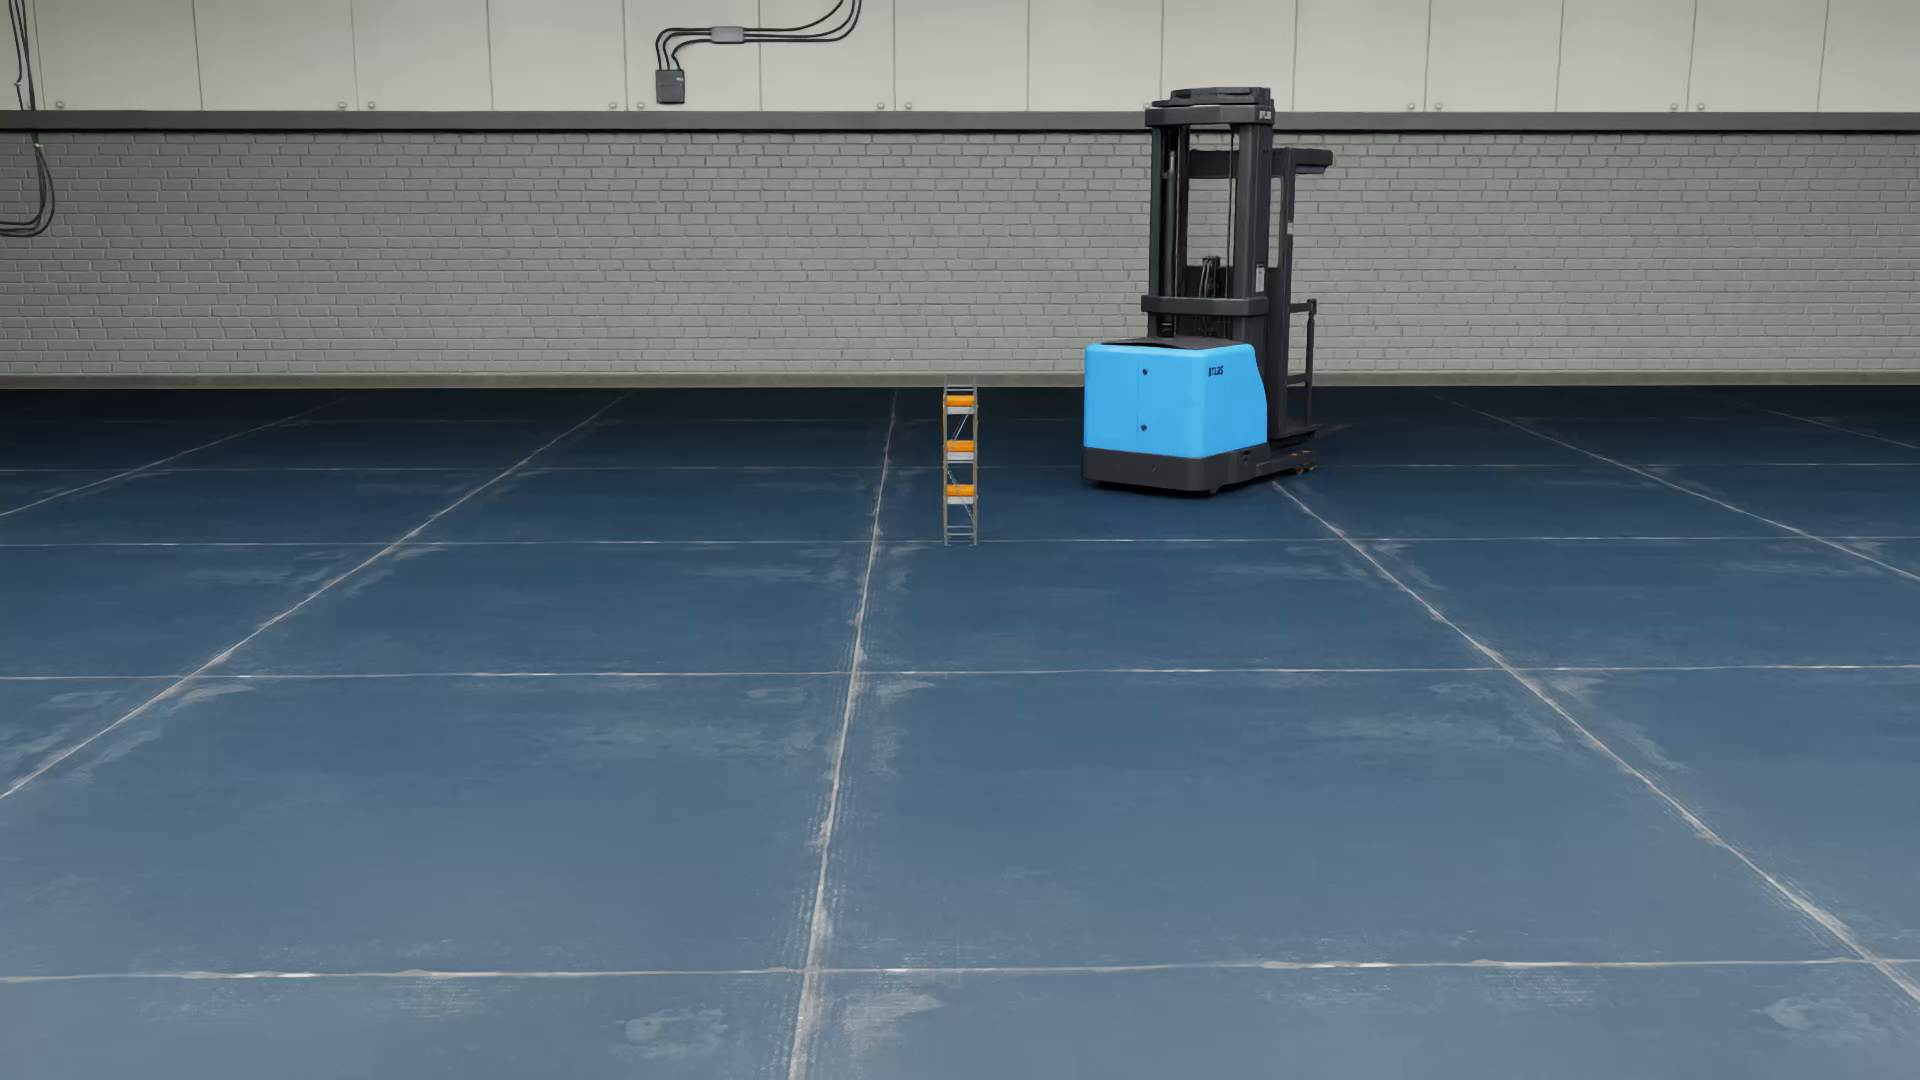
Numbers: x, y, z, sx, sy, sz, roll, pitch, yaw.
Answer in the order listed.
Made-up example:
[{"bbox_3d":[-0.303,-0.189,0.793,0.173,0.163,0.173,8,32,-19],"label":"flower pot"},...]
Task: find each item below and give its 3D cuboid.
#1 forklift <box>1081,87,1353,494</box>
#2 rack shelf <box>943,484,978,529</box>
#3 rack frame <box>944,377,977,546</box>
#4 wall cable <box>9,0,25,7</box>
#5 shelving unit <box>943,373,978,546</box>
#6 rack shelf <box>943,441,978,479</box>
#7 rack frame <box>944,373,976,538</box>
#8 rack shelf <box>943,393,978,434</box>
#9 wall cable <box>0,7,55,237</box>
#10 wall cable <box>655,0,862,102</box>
[{"bbox_3d":[2.205,-2.010,13.094,1.130,2.935,3.031,9,14,37],"label":"forklift"},{"bbox_3d":[0.001,-0.221,10.460,0.215,0.259,0.240,0,11,-1],"label":"rack shelf"},{"bbox_3d":[0.004,-0.480,10.283,0.200,1.050,0.008,0,11,-1],"label":"rack frame"},{"bbox_3d":[-9.019,-7.099,18.025,3.097,2.526,0.112,0,11,-1],"label":"wall cable"},{"bbox_3d":[0.001,-0.504,10.402,0.215,1.050,0.252,0,11,-1],"label":"shelving unit"},{"bbox_3d":[0.001,-0.494,10.404,0.215,0.259,0.240,0,11,-1],"label":"rack shelf"},{"bbox_3d":[-0.001,-0.528,10.522,0.200,1.050,0.008,0,11,-1],"label":"rack frame"},{"bbox_3d":[0.001,-0.772,10.348,0.215,0.259,0.240,0,11,-1],"label":"rack shelf"},{"bbox_3d":[-11.724,-4.613,18.473,3.097,2.526,0.112,0,11,-1],"label":"wall cable"},{"bbox_3d":[-2.232,-7.837,18.003,2.305,6.003,0.169,0,11,-1],"label":"wall cable"}]
